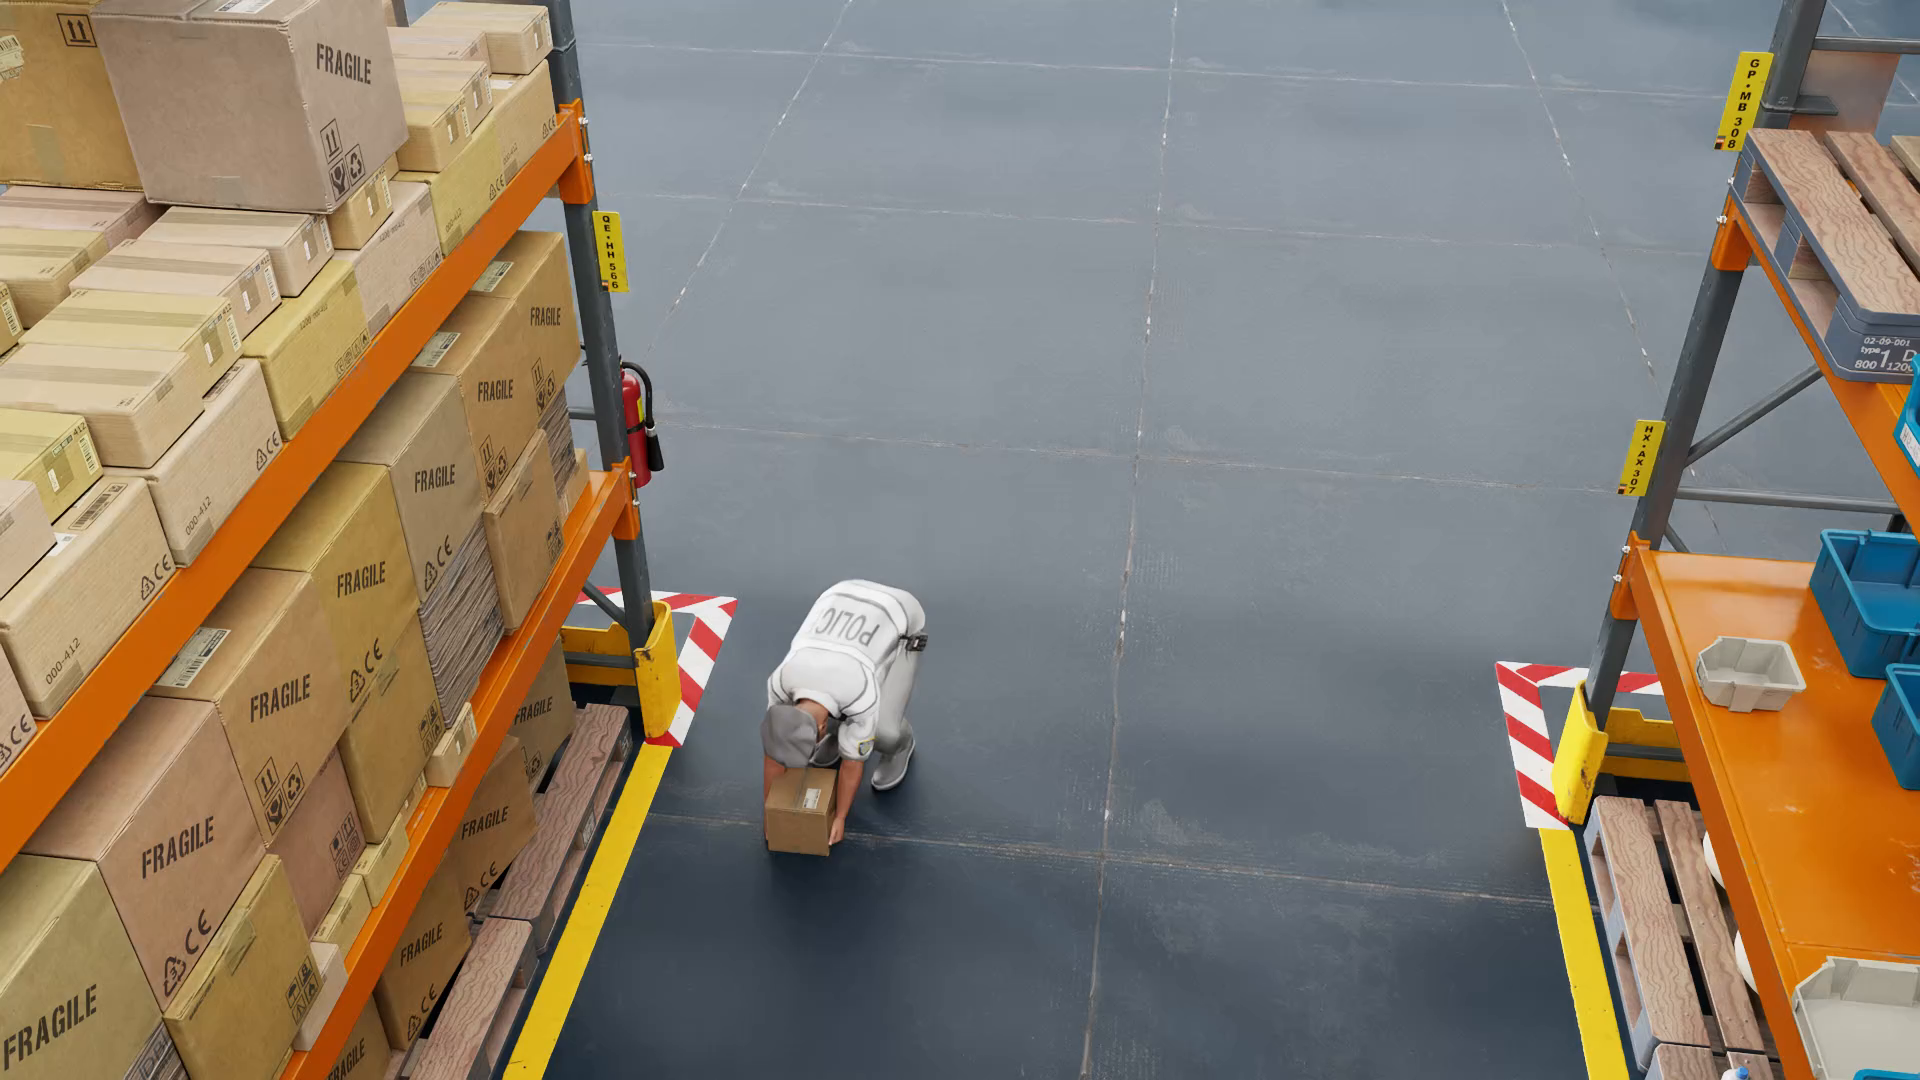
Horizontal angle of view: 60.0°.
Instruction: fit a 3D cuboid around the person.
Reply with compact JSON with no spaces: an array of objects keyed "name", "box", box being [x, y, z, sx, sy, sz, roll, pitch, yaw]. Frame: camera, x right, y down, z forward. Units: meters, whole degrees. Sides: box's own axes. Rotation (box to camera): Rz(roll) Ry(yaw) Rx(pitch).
[{"name":"person","box":[-0.489,0.706,6.854,0.537,0.862,1.031,15,39,20]}]
